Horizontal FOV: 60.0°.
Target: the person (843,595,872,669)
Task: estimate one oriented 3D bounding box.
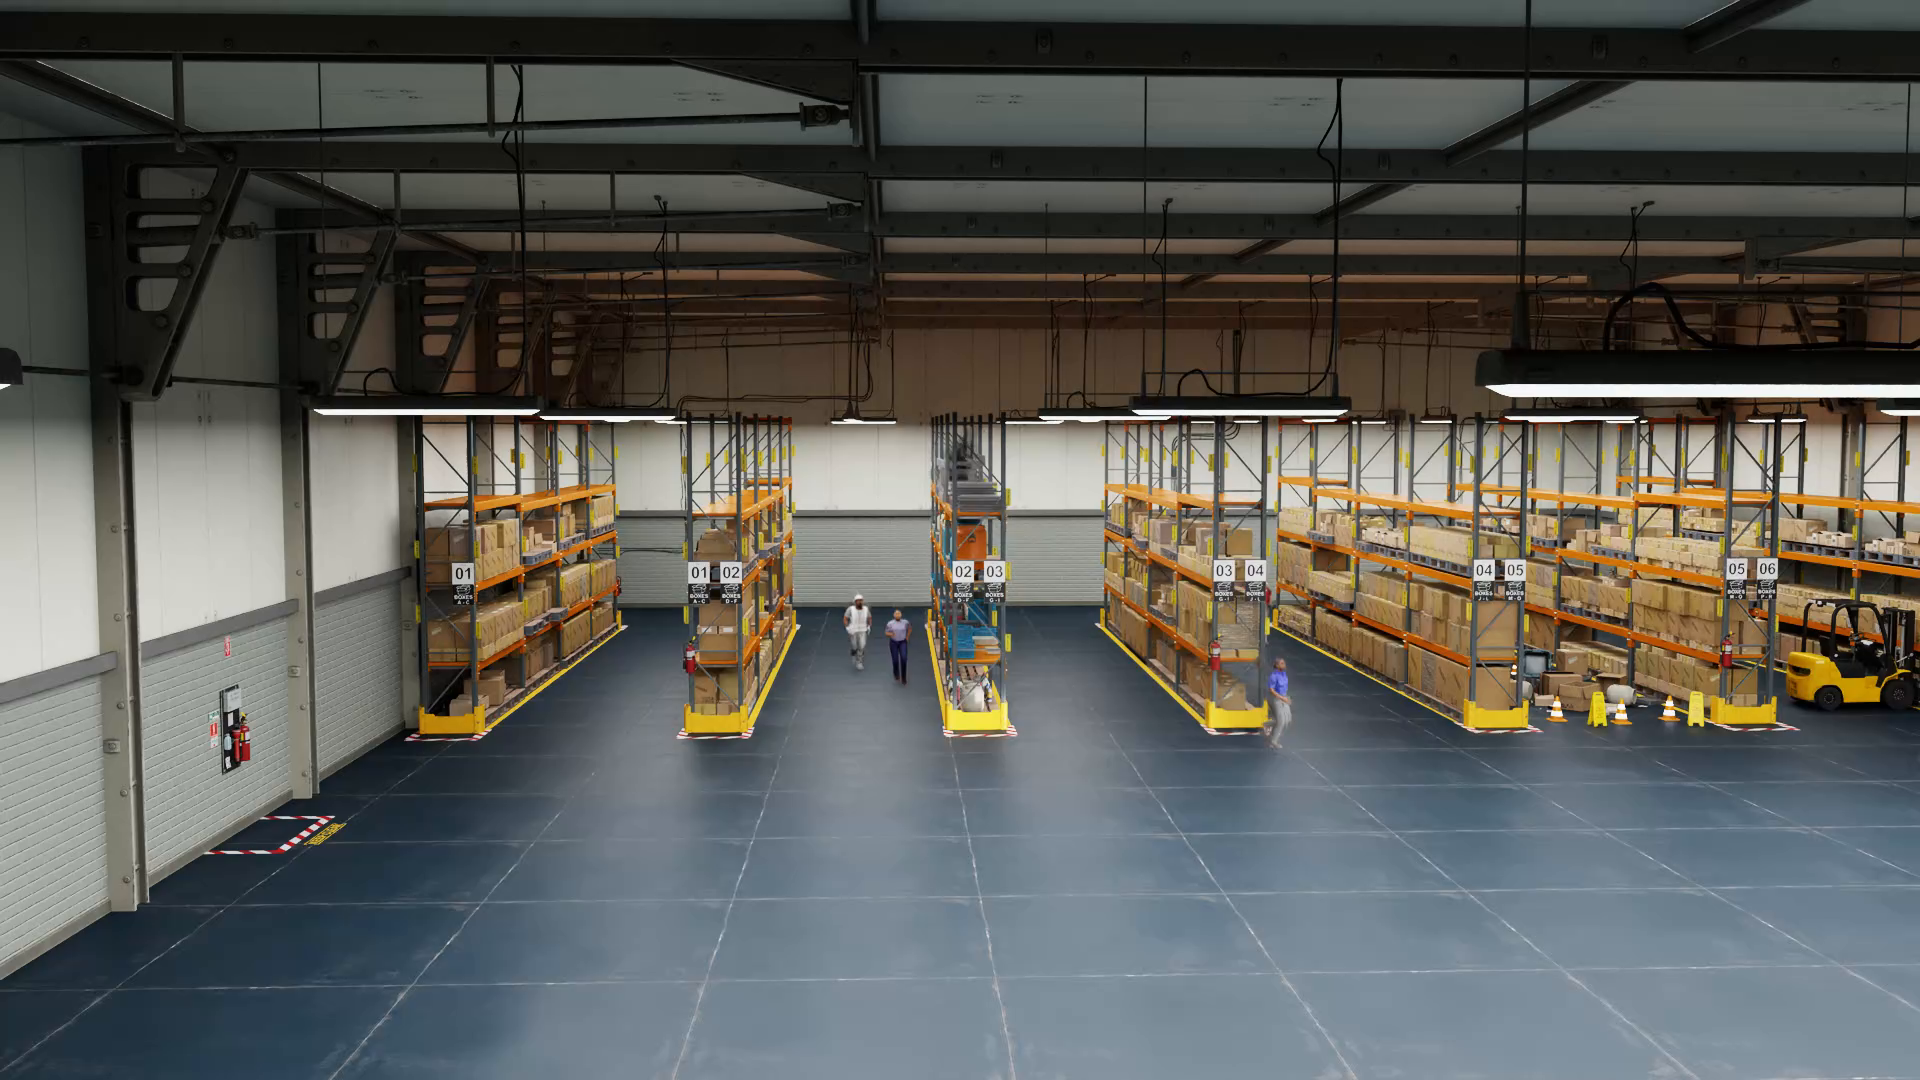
[{"bbox_3d":[-2.418,2.171,39.489,0.692,1.745,0.593,-1,4,-12],"label":"person"}]

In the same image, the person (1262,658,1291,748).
[{"bbox_3d":[5.690,2.907,29.752,0.630,1.607,0.610,3,5,39],"label":"person"}]

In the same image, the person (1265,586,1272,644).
[{"bbox_3d":[7.971,1.843,44.049,0.662,1.715,0.987,0,4,-1],"label":"person"}]

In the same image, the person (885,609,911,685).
[{"bbox_3d":[-1.377,2.396,37.126,0.583,1.695,0.746,0,4,-2],"label":"person"}]
